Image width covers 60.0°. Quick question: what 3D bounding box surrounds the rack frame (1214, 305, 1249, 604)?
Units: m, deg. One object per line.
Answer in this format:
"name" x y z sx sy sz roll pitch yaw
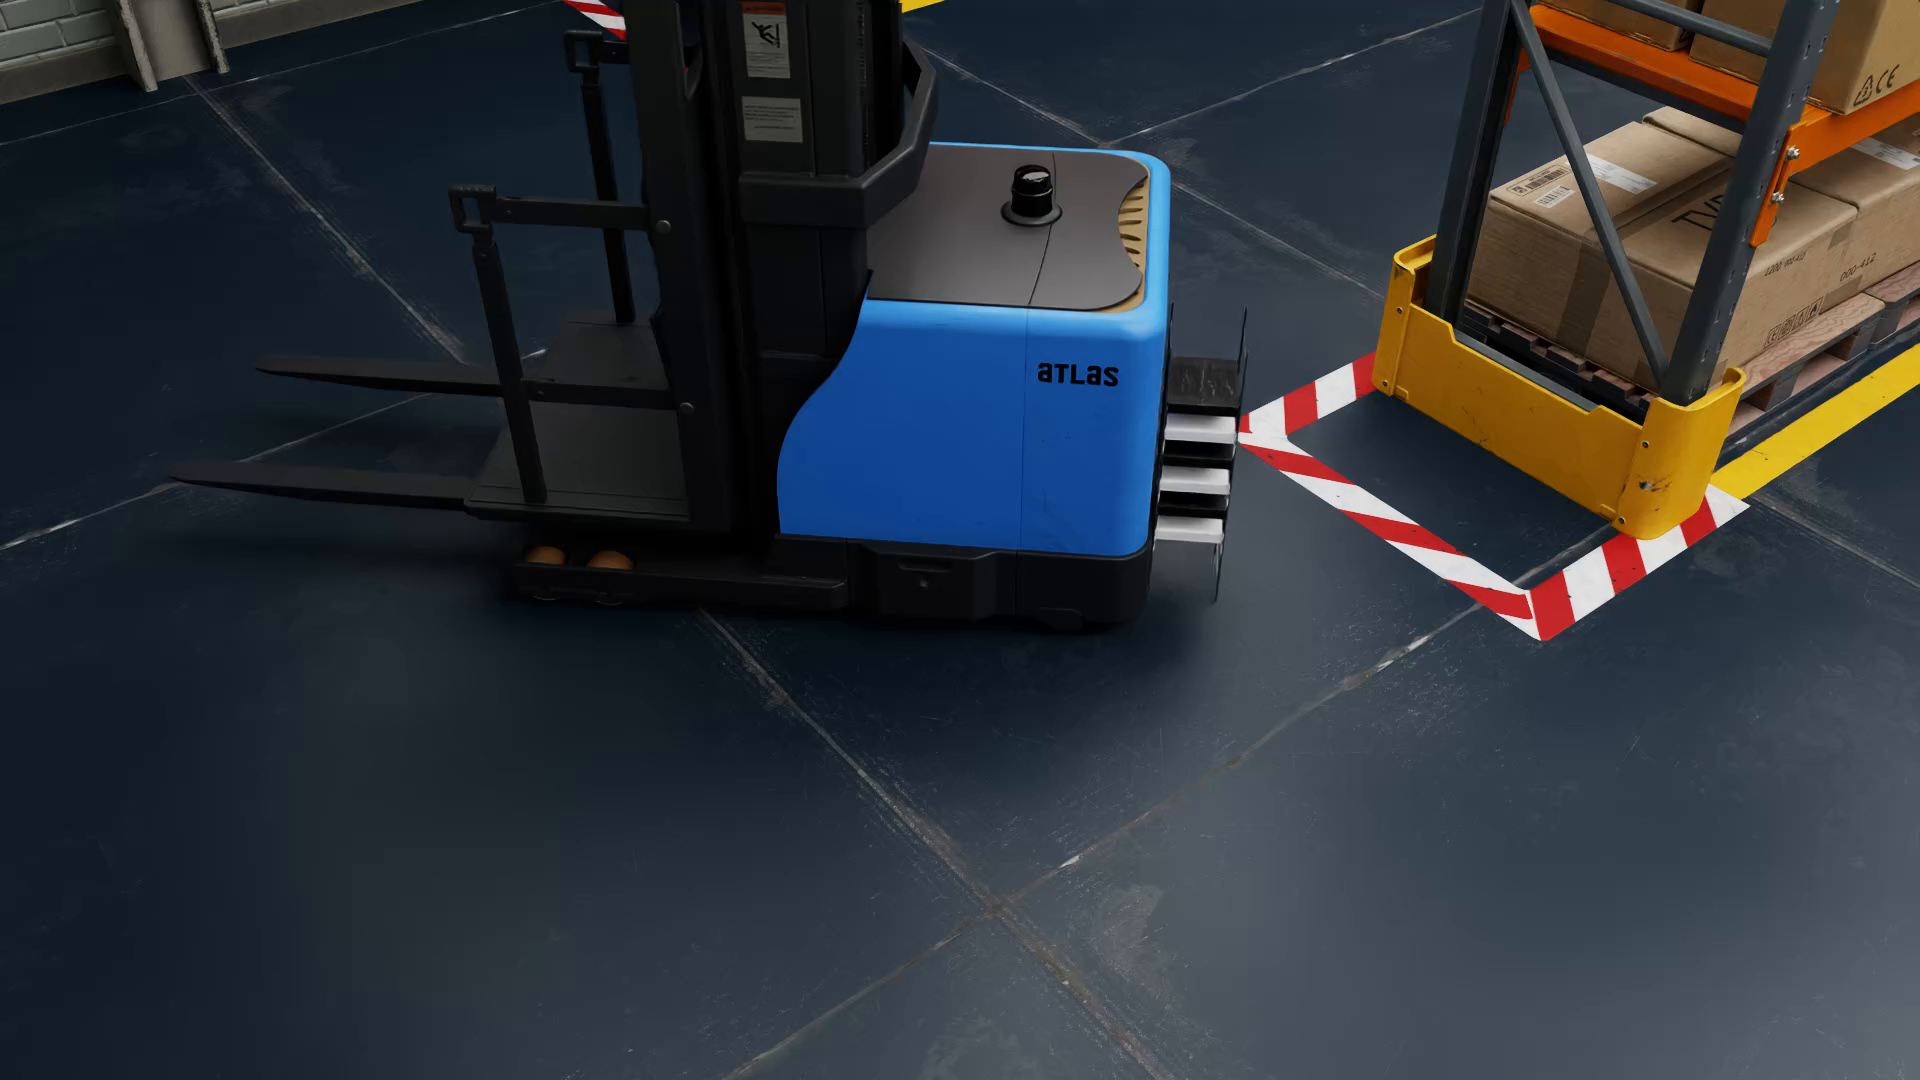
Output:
"rack frame" 0.783 -0.229 4.820 0.006 0.900 0.240 4 40 5

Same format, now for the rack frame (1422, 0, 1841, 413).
"rack frame" 1.952 -1.511 4.727 0.127 3.000 1.000 -26 46 -28

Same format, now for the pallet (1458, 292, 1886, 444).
"pallet" 2.538 -0.781 6.036 1.213 0.211 1.003 -26 46 -28

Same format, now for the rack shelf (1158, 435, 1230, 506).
"rack shelf" 0.682 -0.211 4.850 0.200 0.077 0.258 4 40 5

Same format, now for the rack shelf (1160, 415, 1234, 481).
"rack shelf" 0.682 -0.280 4.793 0.200 0.077 0.258 4 40 5

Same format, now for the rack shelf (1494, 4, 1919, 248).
"rack shelf" 3.538 -2.006 5.897 4.000 0.370 1.077 -26 46 -28

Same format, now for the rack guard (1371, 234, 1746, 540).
"rack guard" 1.933 -0.535 5.509 0.348 0.500 1.175 -26 46 -28

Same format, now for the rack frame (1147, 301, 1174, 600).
"rack frame" 0.581 -0.244 4.837 0.006 0.900 0.240 4 40 5

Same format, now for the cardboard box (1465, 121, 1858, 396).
"cardboard box" 2.415 -0.988 5.779 0.875 0.438 0.875 -28 47 -29

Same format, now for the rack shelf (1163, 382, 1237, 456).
"rack shelf" 0.682 -0.350 4.736 0.200 0.077 0.258 4 40 5

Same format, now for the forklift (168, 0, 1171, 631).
"forklift" -0.911 -1.265 4.481 3.031 2.935 1.130 4 40 5

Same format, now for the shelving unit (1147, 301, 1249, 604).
"shelving unit" 0.682 -0.236 4.829 0.210 0.900 0.258 4 40 5

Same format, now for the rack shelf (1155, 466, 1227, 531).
"rack shelf" 0.682 -0.141 4.907 0.200 0.077 0.258 4 40 5

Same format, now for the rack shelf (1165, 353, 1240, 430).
"rack shelf" 0.682 -0.419 4.679 0.200 0.077 0.258 4 40 5

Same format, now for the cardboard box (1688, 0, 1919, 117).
"cardboard box" 2.508 -1.591 4.745 0.500 0.500 0.500 -26 46 -28

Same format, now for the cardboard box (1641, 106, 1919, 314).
"cardboard box" 3.135 -1.346 6.215 0.875 0.438 0.875 -25 45 -27

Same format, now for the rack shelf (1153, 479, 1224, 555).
"rack shelf" 0.682 -0.072 4.964 0.200 0.077 0.258 4 40 5

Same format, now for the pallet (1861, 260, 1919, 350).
"pallet" 3.505 -1.250 6.608 1.213 0.211 1.003 -26 46 -28

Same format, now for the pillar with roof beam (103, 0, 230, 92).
"pillar with roof beam" -1.139 -3.572 2.509 0.400 9.000 9.100 -26 46 -28

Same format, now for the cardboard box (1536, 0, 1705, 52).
"cardboard box" 2.173 -1.869 5.085 0.500 0.500 0.500 -26 46 -28
